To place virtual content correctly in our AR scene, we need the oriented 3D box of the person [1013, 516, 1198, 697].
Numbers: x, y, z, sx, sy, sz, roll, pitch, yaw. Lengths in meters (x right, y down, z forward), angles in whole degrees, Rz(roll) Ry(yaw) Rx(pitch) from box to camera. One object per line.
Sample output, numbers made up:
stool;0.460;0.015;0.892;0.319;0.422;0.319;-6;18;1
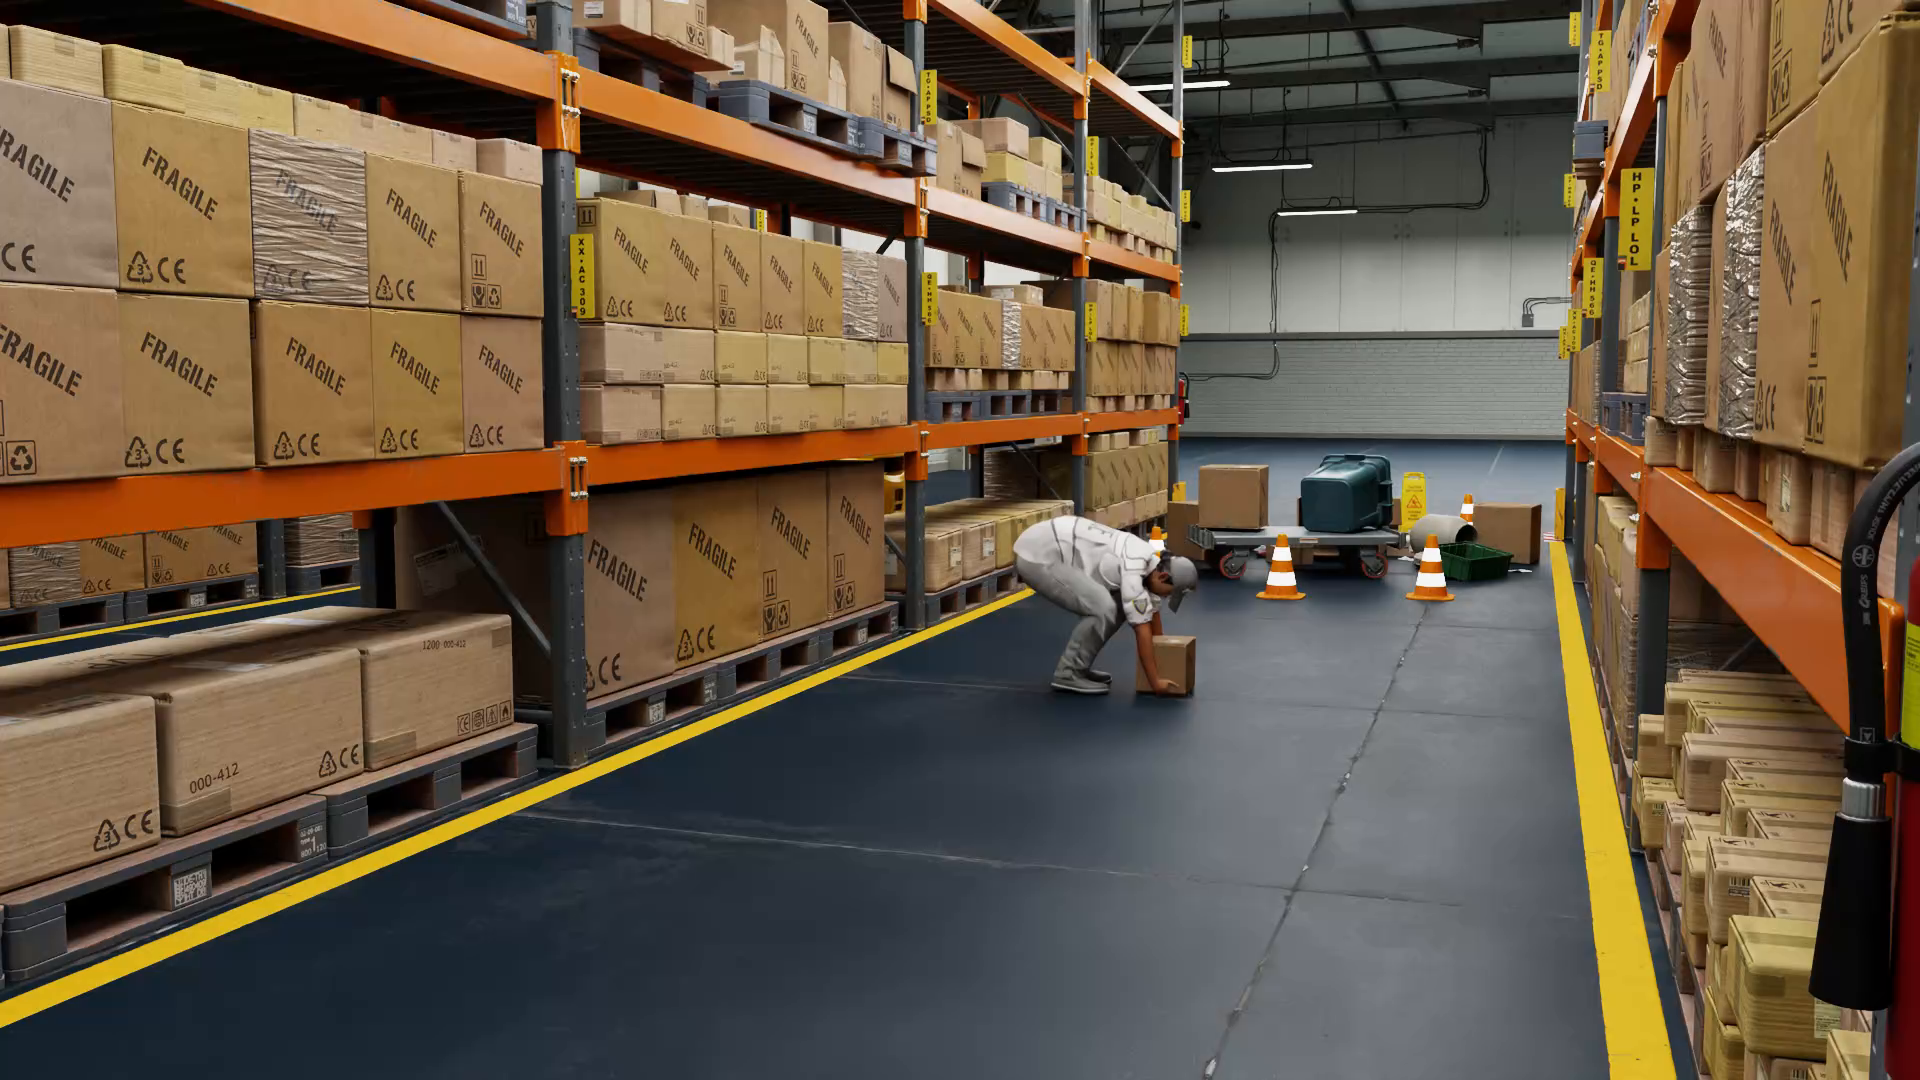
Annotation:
person;0.742;0.324;8.470;0.937;0.886;0.513;2;6;16
